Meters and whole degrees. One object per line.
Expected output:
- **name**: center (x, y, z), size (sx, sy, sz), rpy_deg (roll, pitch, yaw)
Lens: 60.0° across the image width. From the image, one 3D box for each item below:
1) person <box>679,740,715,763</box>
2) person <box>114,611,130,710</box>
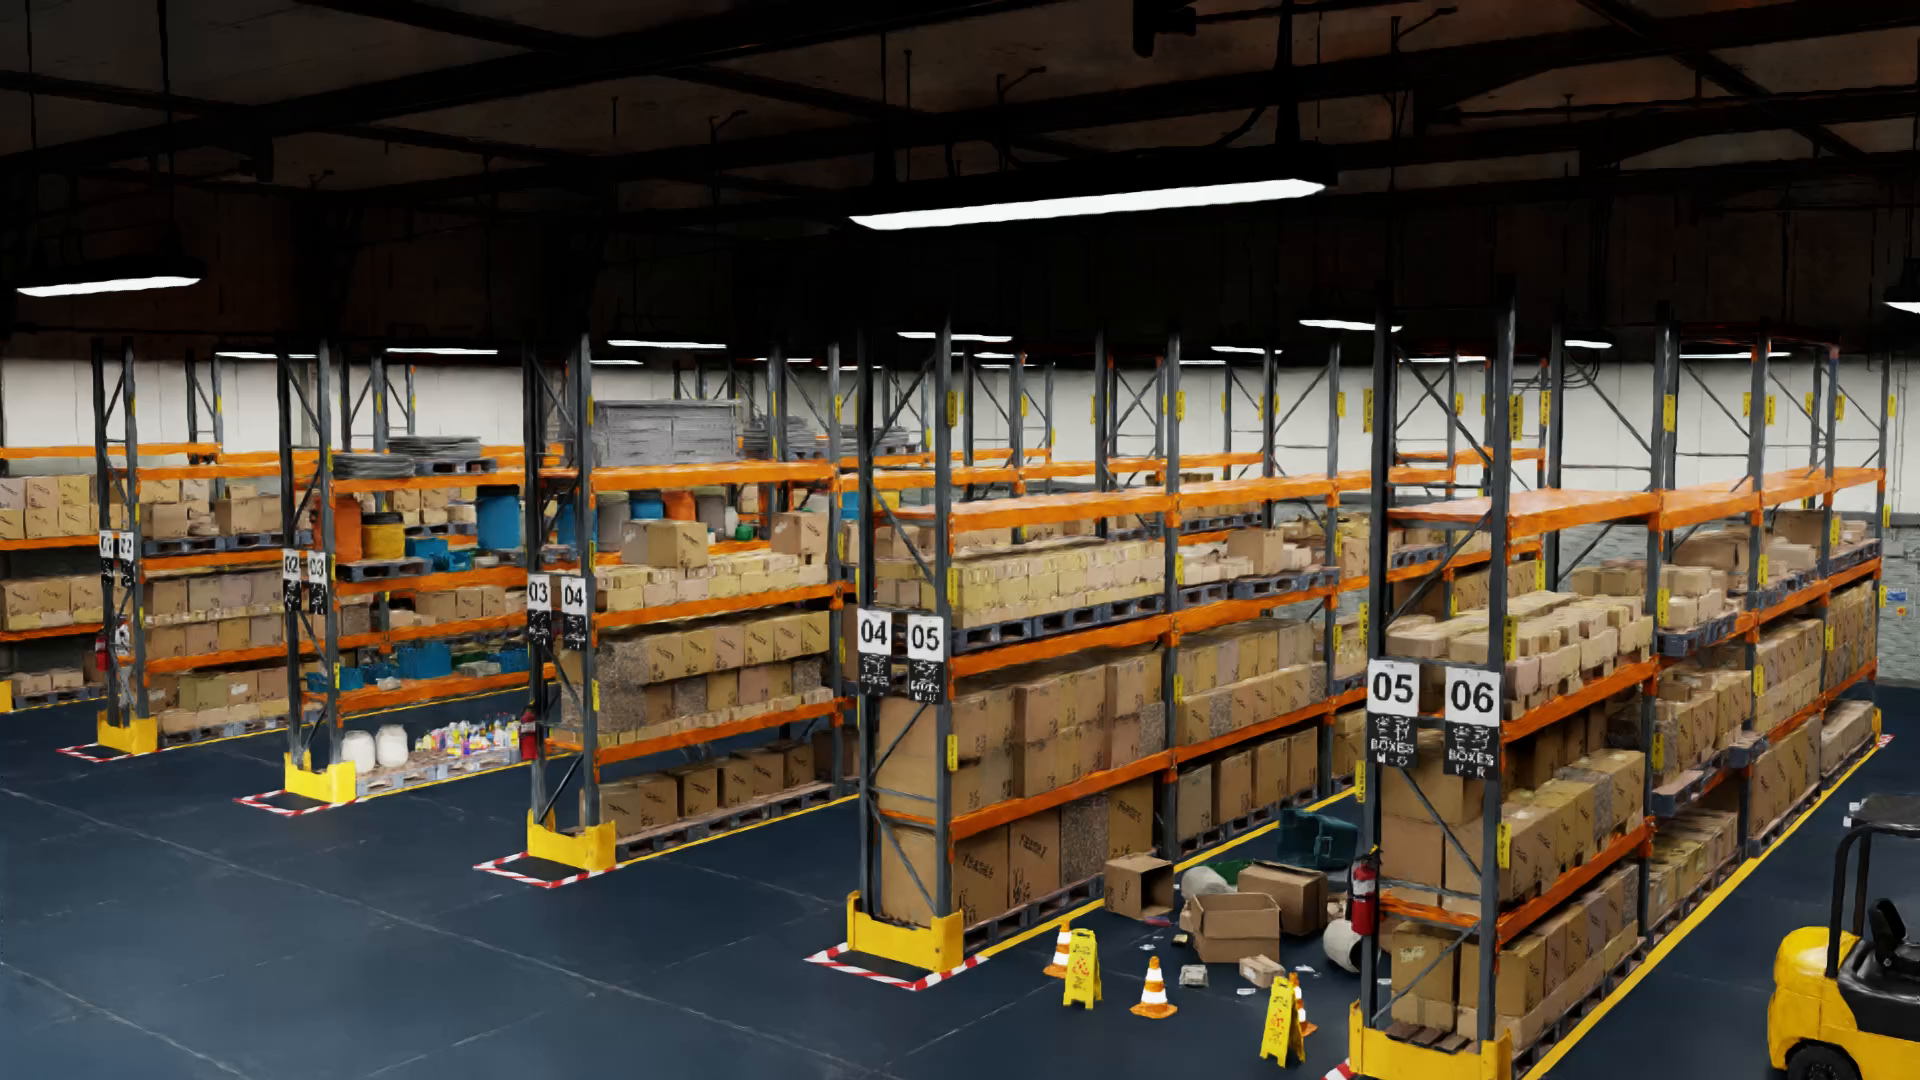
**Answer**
- **person**: center (-3.578, 2.353, 22.523), size (0.677, 1.726, 0.574), rpy_deg (4, 6, 35)
- **person**: center (-13.842, 1.964, 27.535), size (0.490, 1.622, 0.938), rpy_deg (1, 5, 14)
